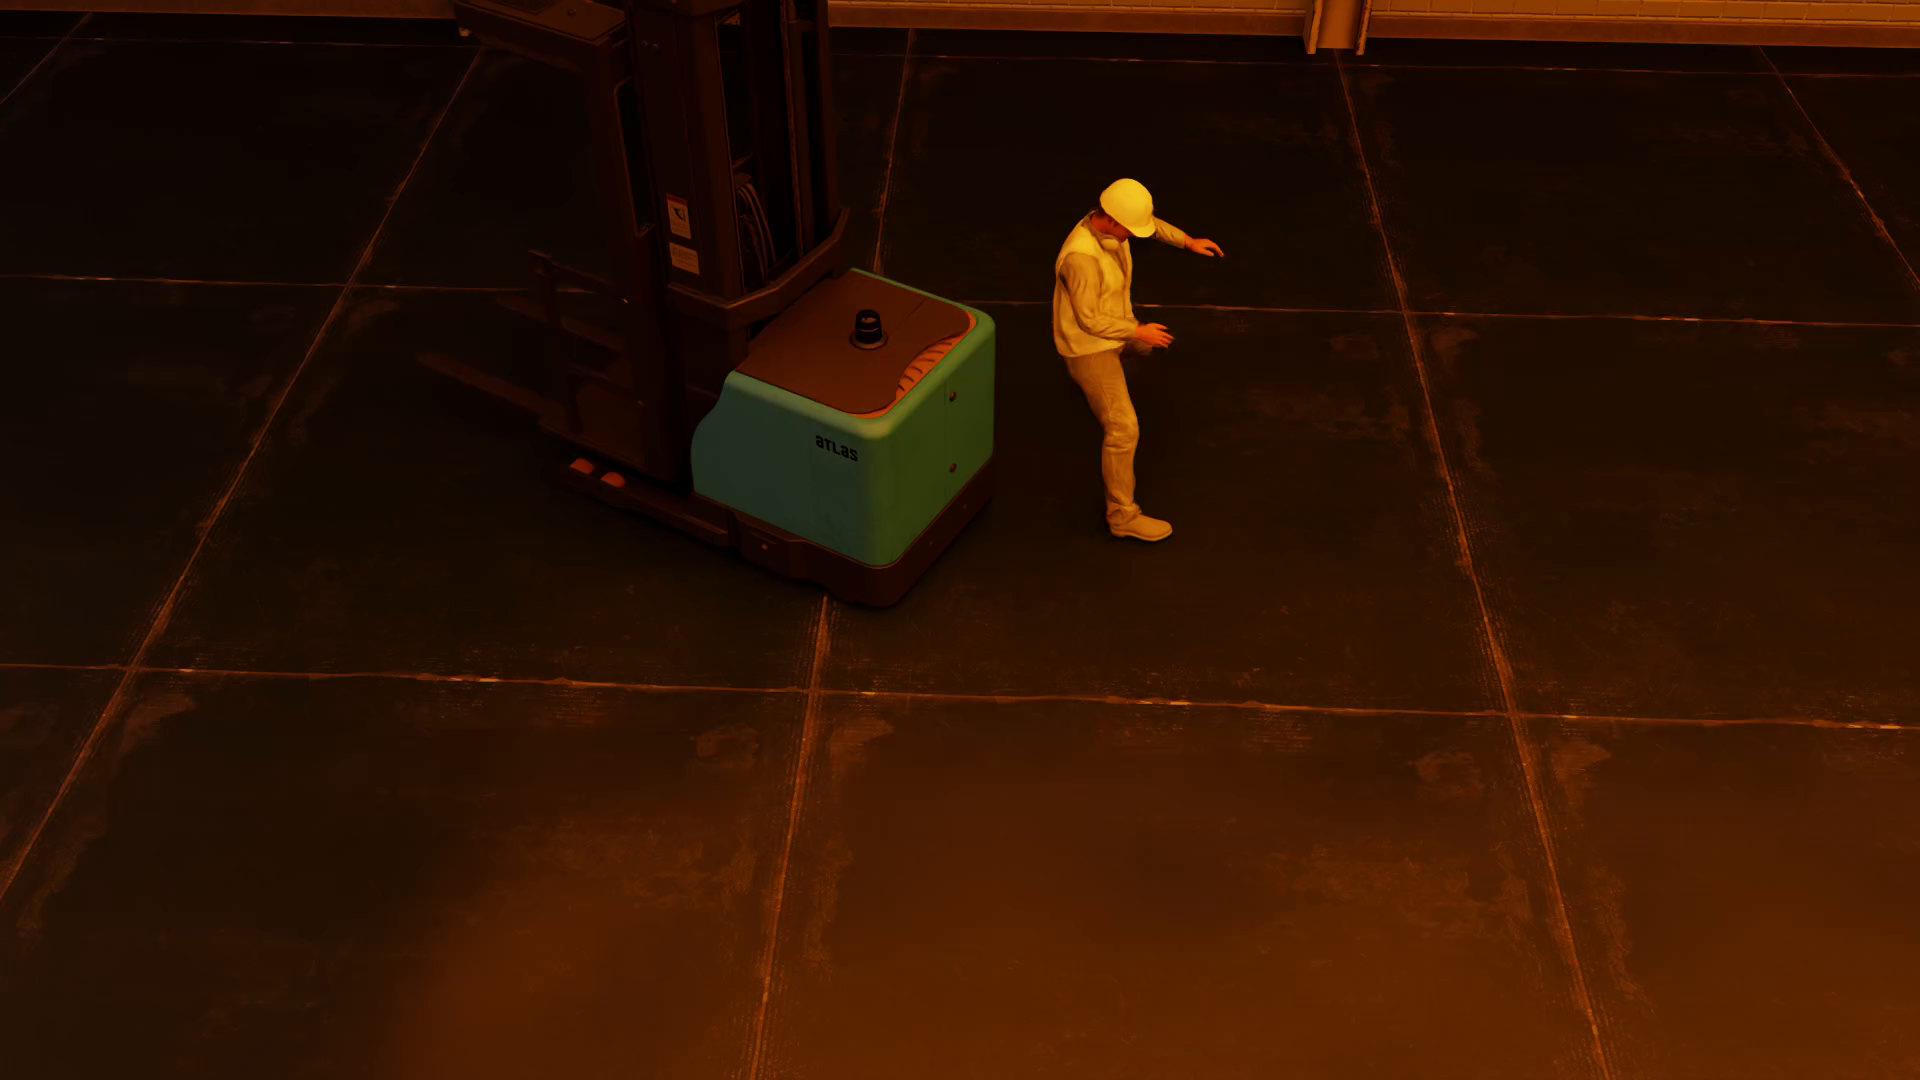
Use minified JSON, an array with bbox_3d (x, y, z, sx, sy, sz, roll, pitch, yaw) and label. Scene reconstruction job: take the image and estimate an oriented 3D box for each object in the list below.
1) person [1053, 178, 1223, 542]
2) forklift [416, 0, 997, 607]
[{"bbox_3d":[0.819,-1.034,7.890,0.835,1.551,1.296,15,44,15],"label":"person"},{"bbox_3d":[-1.354,-1.529,7.417,3.031,2.935,1.130,22,47,22],"label":"forklift"}]
